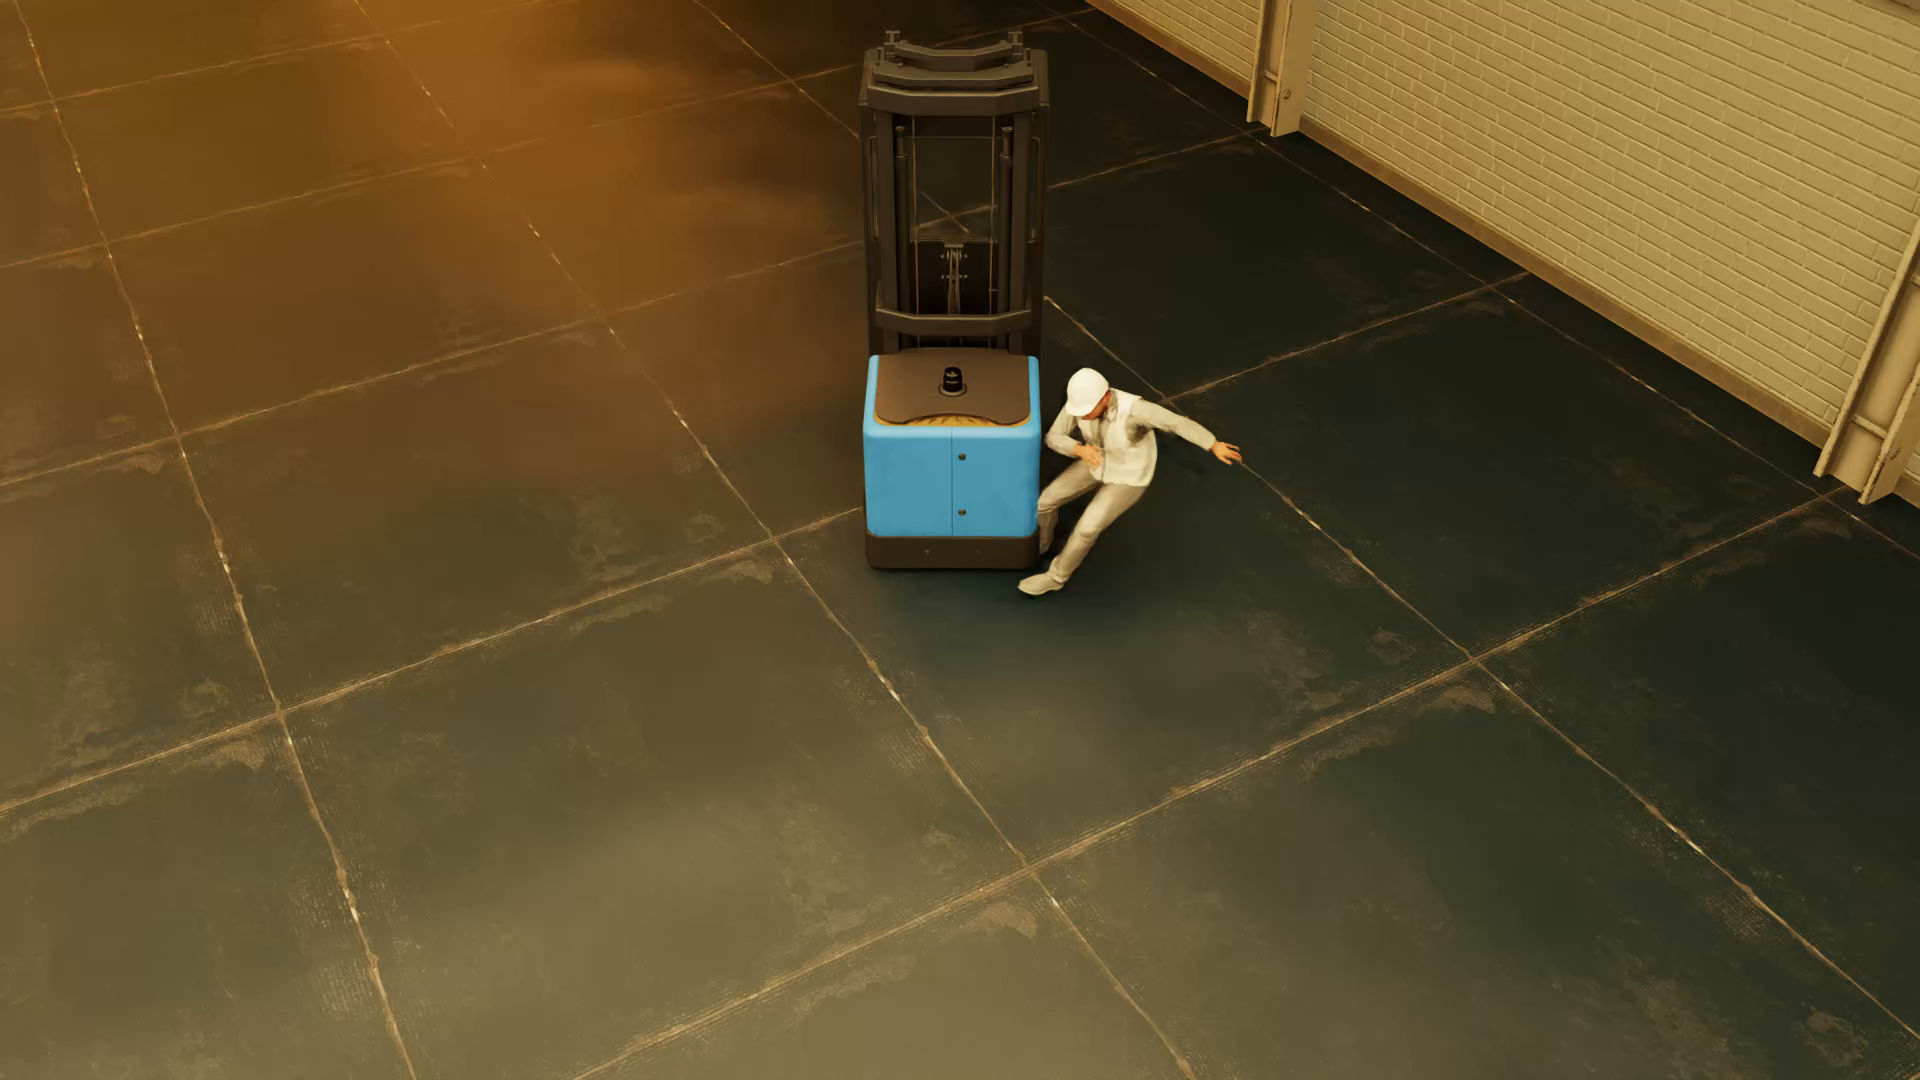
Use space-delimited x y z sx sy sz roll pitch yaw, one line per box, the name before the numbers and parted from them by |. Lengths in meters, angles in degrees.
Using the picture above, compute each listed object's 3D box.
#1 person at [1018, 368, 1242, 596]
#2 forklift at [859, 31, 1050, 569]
person | 0.878 -0.307 9.605 1.178 1.477 0.932 26 46 28
forklift | -0.029 -1.868 10.288 1.130 2.935 3.031 0 40 0
